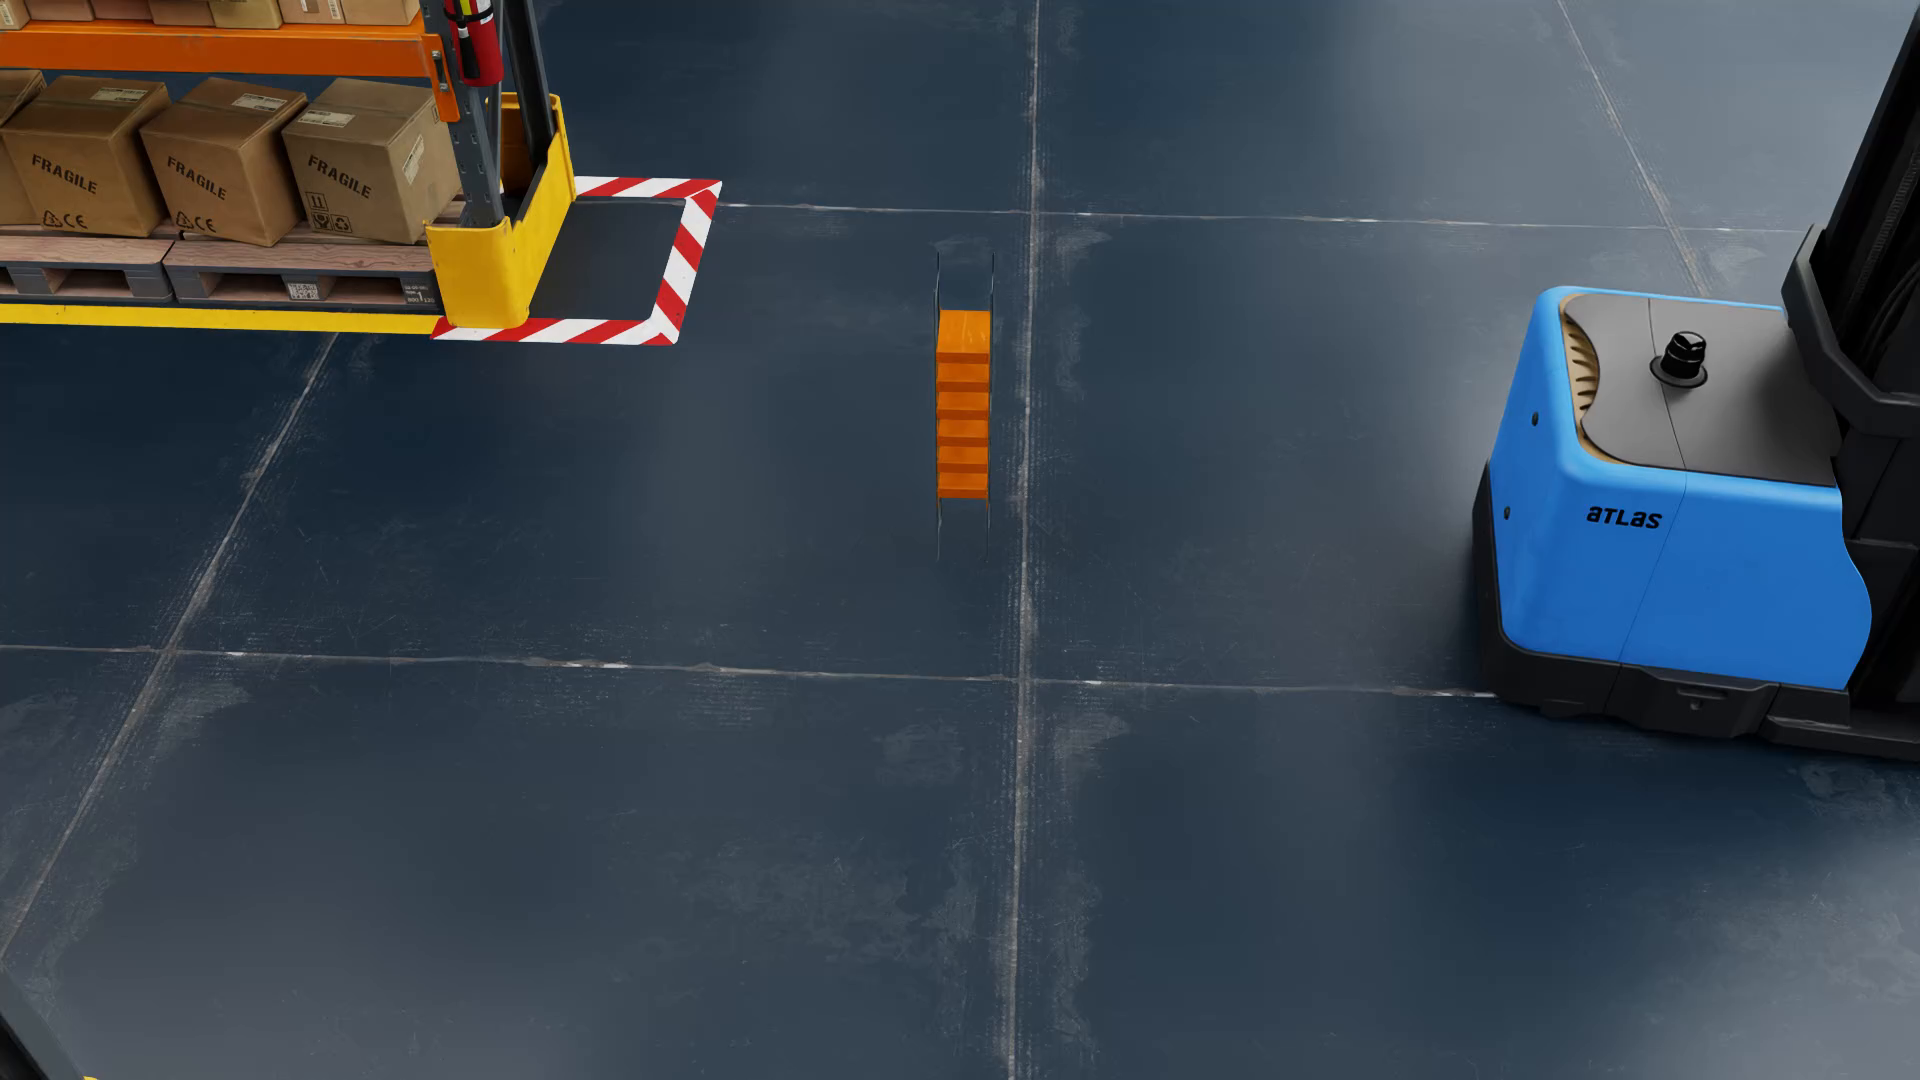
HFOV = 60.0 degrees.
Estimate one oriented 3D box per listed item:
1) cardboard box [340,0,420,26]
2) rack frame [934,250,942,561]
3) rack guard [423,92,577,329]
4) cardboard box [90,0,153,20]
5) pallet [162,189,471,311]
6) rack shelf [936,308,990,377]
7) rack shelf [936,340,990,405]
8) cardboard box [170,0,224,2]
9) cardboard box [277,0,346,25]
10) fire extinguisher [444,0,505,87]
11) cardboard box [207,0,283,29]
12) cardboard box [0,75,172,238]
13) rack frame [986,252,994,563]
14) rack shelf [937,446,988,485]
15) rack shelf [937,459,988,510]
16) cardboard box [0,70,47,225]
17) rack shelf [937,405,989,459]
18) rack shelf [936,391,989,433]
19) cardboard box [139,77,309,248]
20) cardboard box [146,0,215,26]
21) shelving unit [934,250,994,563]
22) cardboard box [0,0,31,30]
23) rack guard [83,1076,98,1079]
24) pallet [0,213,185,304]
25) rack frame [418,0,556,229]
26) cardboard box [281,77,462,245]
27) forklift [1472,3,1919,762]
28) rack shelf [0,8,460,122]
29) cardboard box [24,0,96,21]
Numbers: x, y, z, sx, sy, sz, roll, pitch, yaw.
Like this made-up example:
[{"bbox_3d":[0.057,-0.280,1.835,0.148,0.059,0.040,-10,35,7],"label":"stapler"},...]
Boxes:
[{"bbox_3d":[-2.267,-2.191,6.586,0.250,0.149,0.380,2,43,2],"label":"cardboard box"},{"bbox_3d":[-0.077,-0.441,5.844,0.006,1.200,0.240,2,43,2],"label":"rack frame"},{"bbox_3d":[-2.049,-1.503,7.496,0.348,0.500,1.175,2,43,2],"label":"rack guard"},{"bbox_3d":[-3.266,-2.226,6.623,0.250,0.149,0.380,2,43,2],"label":"cardboard box"},{"bbox_3d":[-2.859,-1.446,7.647,1.213,0.211,1.003,2,43,2],"label":"pallet"},{"bbox_3d":[0.014,-0.669,5.625,0.180,0.103,0.258,2,43,2],"label":"rack shelf"},{"bbox_3d":[0.014,-0.582,5.707,0.180,0.103,0.258,2,43,2],"label":"rack shelf"},{"bbox_3d":[-3.026,-2.530,6.473,0.500,0.500,0.875,2,43,2],"label":"cardboard box"},{"bbox_3d":[-2.517,-2.199,6.594,0.250,0.149,0.380,2,43,2],"label":"cardboard box"},{"bbox_3d":[-1.879,-2.069,6.327,0.183,0.674,0.296,2,43,2],"label":"fire extinguisher"},{"bbox_3d":[-2.769,-2.172,6.565,0.250,0.149,0.380,2,43,2],"label":"cardboard box"},{"bbox_3d":[-3.819,-1.712,7.412,0.500,0.500,0.500,5,43,6],"label":"cardboard box"},{"bbox_3d":[0.106,-0.436,5.838,0.006,1.200,0.240,2,43,2],"label":"rack frame"},{"bbox_3d":[0.014,-0.318,5.953,0.180,0.103,0.258,2,43,2],"label":"rack shelf"},{"bbox_3d":[0.014,-0.230,6.034,0.180,0.103,0.258,2,43,2],"label":"rack shelf"},{"bbox_3d":[-4.375,-1.759,7.464,0.500,0.500,0.500,-2,43,-2],"label":"cardboard box"},{"bbox_3d":[0.014,-0.406,5.871,0.180,0.103,0.258,2,43,2],"label":"rack shelf"},{"bbox_3d":[0.014,-0.494,5.789,0.180,0.103,0.258,2,43,2],"label":"rack shelf"},{"bbox_3d":[-3.195,-1.680,7.378,0.500,0.500,0.500,12,44,13],"label":"cardboard box"},{"bbox_3d":[-3.018,-2.190,6.585,0.250,0.149,0.380,2,43,2],"label":"cardboard box"},{"bbox_3d":[0.014,-0.439,5.841,0.189,1.200,0.258,2,43,2],"label":"shelving unit"},{"bbox_3d":[-3.770,-2.166,6.558,0.250,0.149,0.380,2,43,2],"label":"cardboard box"},{"bbox_3d":[-2.274,1.902,3.841,0.348,0.500,1.175,2,43,2],"label":"rack guard"},{"bbox_3d":[-4.074,-1.485,7.689,1.213,0.211,1.003,2,43,2],"label":"pallet"},{"bbox_3d":[-1.973,-2.415,6.642,0.127,3.000,1.000,2,43,2],"label":"rack frame"},{"bbox_3d":[-2.596,-1.684,7.383,0.500,0.500,0.500,9,44,10],"label":"cardboard box"},{"bbox_3d":[3.342,-0.656,4.803,3.031,2.935,1.130,7,43,7],"label":"forklift"},{"bbox_3d":[-3.971,-2.213,6.953,4.000,0.370,1.077,2,43,2],"label":"rack shelf"},{"bbox_3d":[-3.516,-2.218,6.615,0.250,0.149,0.380,2,43,2],"label":"cardboard box"}]
